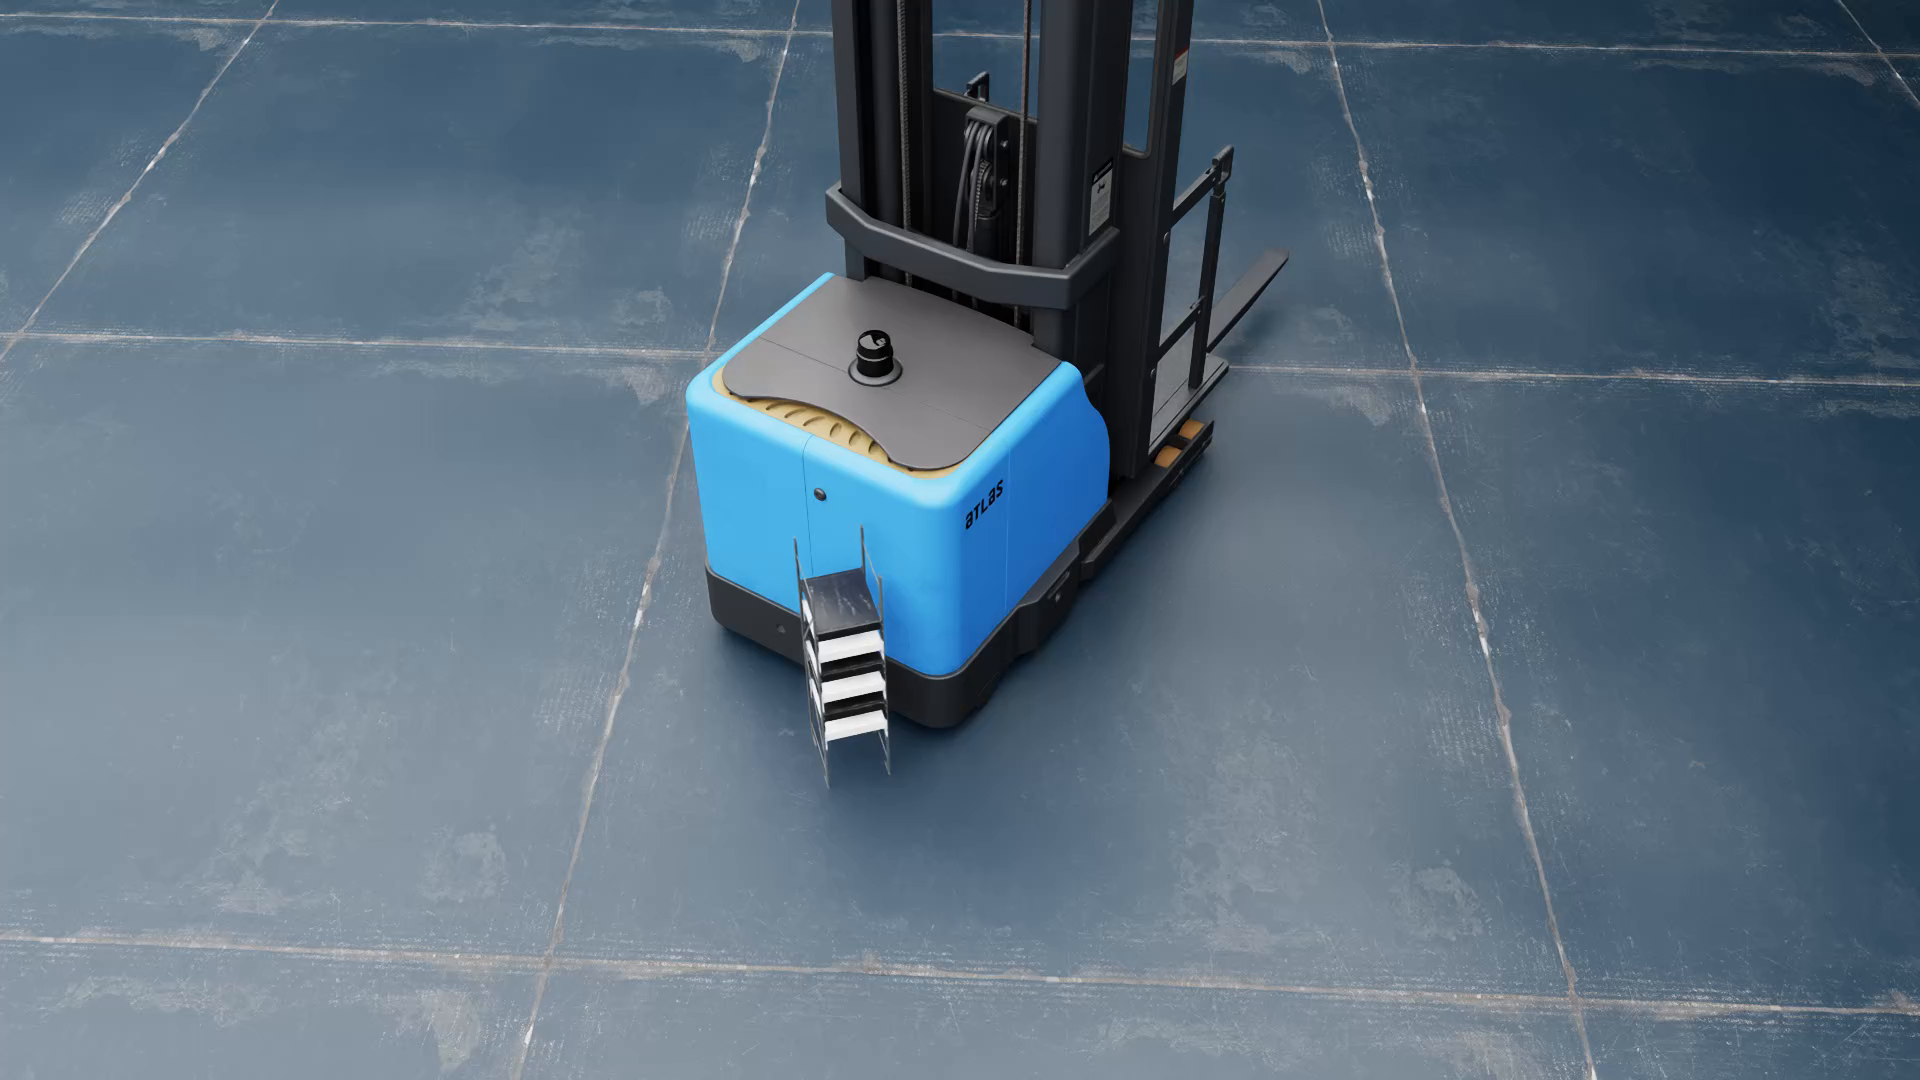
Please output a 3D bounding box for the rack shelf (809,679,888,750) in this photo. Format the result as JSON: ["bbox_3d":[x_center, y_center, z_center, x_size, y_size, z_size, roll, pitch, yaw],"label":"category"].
[{"bbox_3d":[-0.361,0.535,5.328,0.200,0.077,0.258,-11,44,-12],"label":"rack shelf"}]

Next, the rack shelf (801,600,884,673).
[{"bbox_3d":[-0.361,0.272,5.083,0.200,0.077,0.258,-11,44,-12],"label":"rack shelf"}]

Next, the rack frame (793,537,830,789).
[{"bbox_3d":[-0.458,0.399,5.162,0.006,0.900,0.240,-11,44,-12],"label":"rack frame"}]

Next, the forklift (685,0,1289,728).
[{"bbox_3d":[0.341,-1.433,5.638,1.130,2.935,3.031,24,48,23],"label":"forklift"}]

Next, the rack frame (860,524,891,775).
[{"bbox_3d":[-0.263,0.359,5.204,0.006,0.900,0.240,-11,44,-12],"label":"rack frame"}]

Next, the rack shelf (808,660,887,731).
[{"bbox_3d":[-0.361,0.469,5.267,0.200,0.077,0.258,-11,44,-12],"label":"rack shelf"}]

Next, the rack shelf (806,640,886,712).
[{"bbox_3d":[-0.361,0.403,5.206,0.200,0.077,0.258,-11,44,-12],"label":"rack shelf"}]

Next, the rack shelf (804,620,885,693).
[{"bbox_3d":[-0.361,0.338,5.144,0.200,0.077,0.258,-11,44,-12],"label":"rack shelf"}]

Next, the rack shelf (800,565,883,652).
[{"bbox_3d":[-0.361,0.206,5.022,0.200,0.077,0.258,-11,44,-12],"label":"rack shelf"}]

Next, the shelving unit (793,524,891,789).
[{"bbox_3d":[-0.361,0.379,5.183,0.210,0.900,0.258,-11,44,-12],"label":"shelving unit"}]
